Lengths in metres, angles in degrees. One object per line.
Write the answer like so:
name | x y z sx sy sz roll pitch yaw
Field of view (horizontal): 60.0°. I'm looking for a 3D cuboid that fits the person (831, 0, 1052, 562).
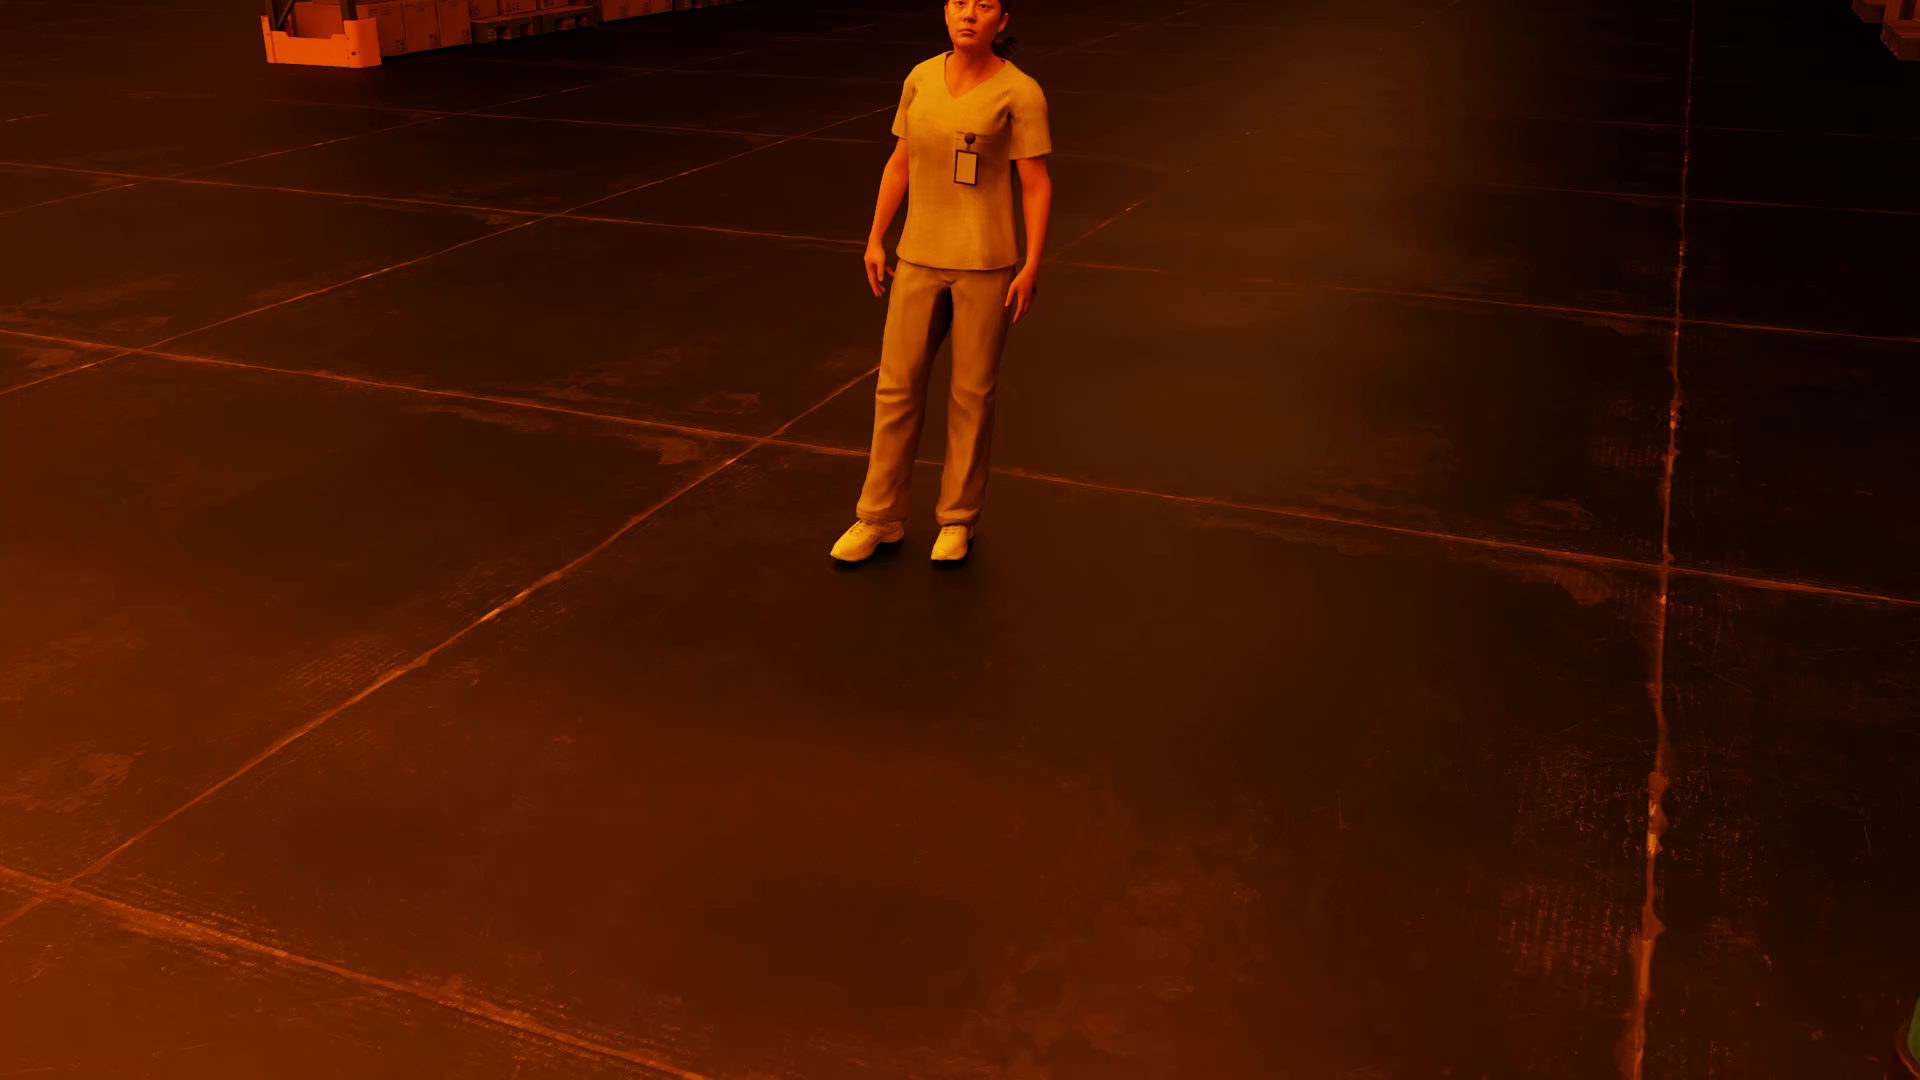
person | -0.040 -0.755 4.709 0.550 1.675 0.549 9 24 21
